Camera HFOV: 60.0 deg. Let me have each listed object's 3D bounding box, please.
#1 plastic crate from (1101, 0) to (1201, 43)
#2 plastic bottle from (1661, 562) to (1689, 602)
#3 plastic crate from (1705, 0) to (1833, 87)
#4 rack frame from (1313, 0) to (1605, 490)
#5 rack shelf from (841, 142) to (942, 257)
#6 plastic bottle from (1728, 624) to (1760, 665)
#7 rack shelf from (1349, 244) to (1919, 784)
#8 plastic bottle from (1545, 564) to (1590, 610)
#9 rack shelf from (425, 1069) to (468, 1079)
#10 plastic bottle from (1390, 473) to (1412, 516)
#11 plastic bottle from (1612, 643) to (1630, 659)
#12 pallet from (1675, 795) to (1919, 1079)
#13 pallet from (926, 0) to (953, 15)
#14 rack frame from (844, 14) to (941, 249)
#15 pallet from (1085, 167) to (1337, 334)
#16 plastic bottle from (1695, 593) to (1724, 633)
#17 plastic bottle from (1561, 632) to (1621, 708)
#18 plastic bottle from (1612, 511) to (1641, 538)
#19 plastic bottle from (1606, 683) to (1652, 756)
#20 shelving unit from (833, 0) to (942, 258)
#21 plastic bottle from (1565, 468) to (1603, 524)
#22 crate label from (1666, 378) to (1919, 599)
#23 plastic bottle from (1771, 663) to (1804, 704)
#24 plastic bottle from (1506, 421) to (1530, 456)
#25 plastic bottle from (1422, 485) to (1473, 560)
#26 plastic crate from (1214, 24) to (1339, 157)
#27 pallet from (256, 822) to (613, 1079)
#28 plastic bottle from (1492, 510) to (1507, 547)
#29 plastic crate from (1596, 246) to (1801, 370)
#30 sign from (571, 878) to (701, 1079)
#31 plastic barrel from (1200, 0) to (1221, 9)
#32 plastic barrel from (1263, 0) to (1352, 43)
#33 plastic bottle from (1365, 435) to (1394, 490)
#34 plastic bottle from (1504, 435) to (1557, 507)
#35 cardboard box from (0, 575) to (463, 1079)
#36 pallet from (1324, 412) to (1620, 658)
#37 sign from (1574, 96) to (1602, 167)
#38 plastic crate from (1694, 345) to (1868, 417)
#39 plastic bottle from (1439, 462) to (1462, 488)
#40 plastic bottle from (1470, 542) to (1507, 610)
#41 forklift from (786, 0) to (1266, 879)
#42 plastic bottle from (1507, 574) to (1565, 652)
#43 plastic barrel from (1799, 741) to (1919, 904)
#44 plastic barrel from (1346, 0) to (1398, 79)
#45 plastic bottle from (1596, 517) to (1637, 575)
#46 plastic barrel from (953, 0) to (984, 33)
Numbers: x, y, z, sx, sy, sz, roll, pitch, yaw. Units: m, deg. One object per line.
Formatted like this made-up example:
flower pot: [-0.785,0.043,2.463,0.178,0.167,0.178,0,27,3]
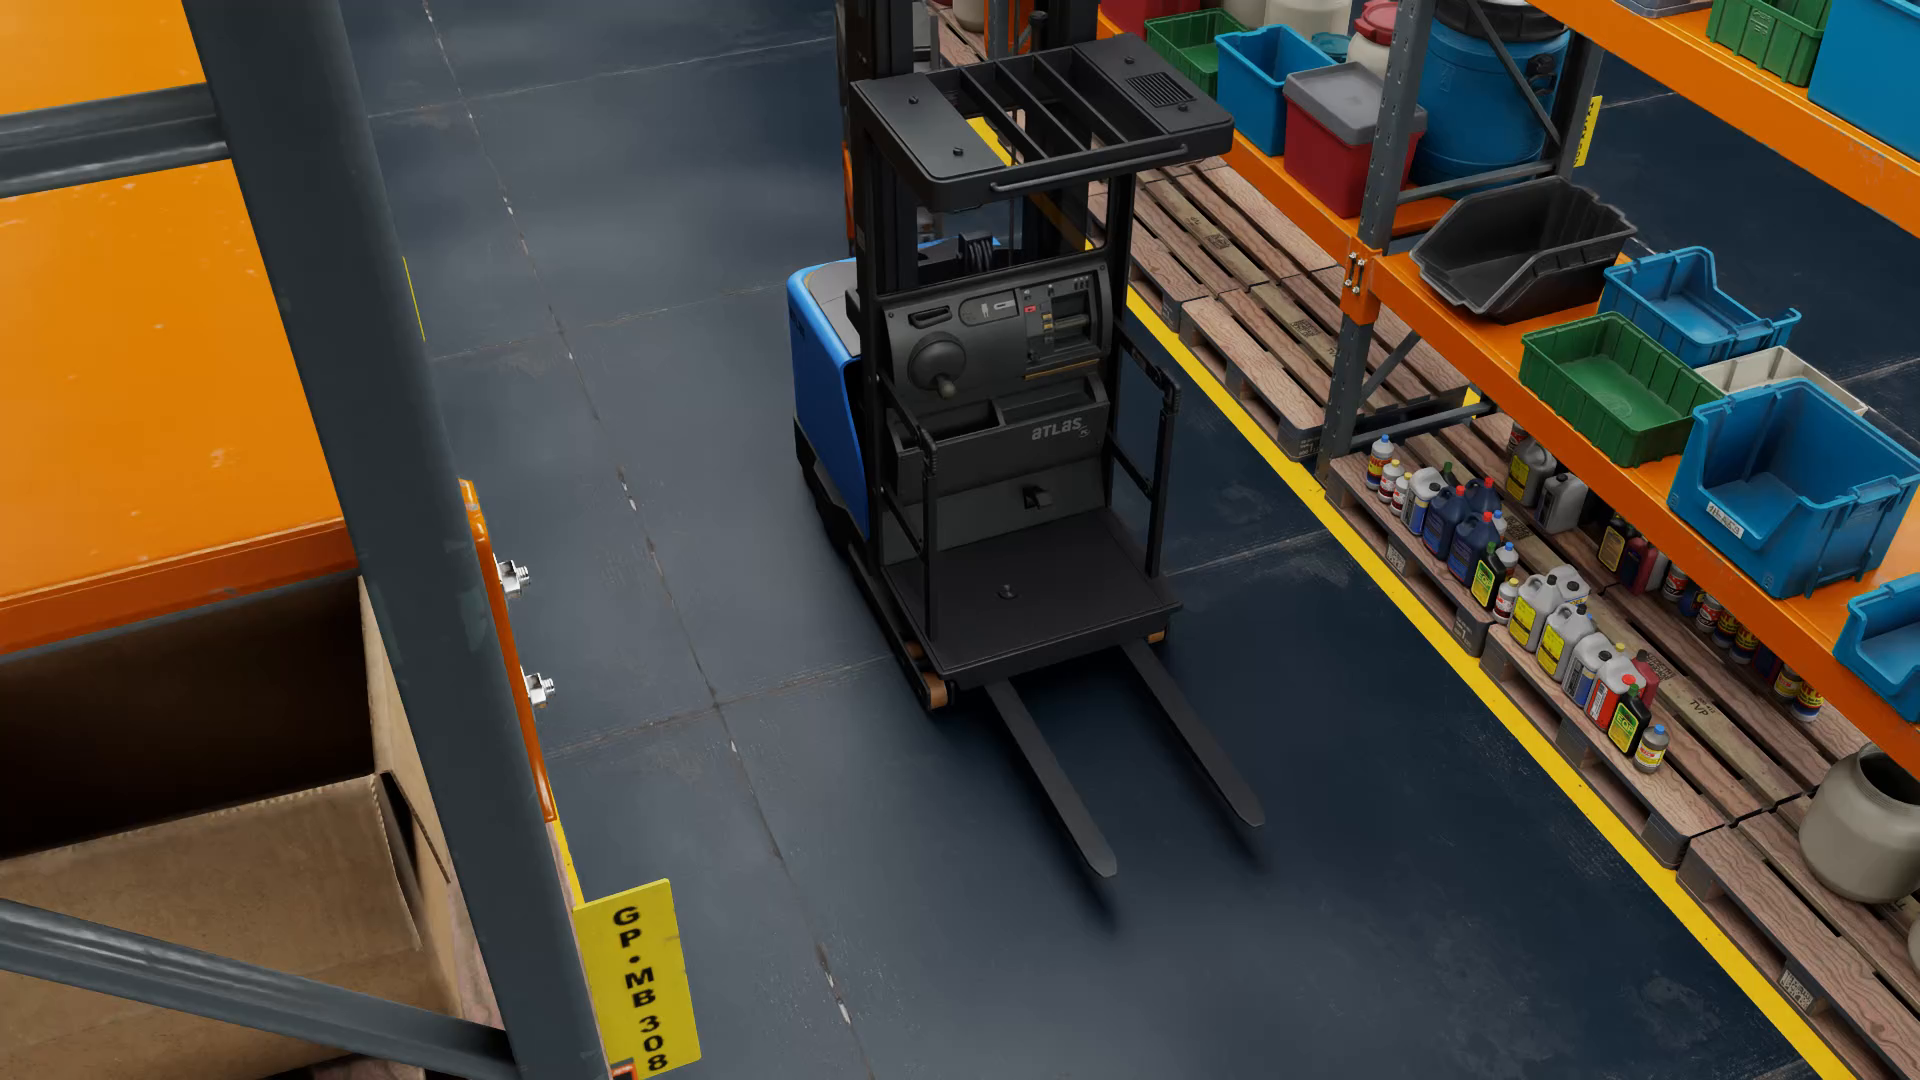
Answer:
plastic crate: [0.996,-2.914,8.707,0.402,0.464,0.583,-15,43,-17]
plastic bottle: [3.029,0.154,6.998,0.097,0.201,0.097,0,41,0]
plastic crate: [2.543,-1.568,5.054,0.336,0.188,0.450,-15,43,-17]
rack frame: [2.191,-1.530,7.147,1.000,3.000,0.127,-15,43,-17]
rack shelf: [-0.320,-1.555,7.886,0.431,0.518,0.480,-5,41,-6]
plastic bottle: [3.184,0.371,6.692,0.097,0.271,0.097,0,41,0]
rack shelf: [2.956,-0.052,5.980,1.077,0.370,4.000,-15,43,-17]
plastic bottle: [2.478,0.244,6.836,0.152,0.276,0.135,-15,43,-17]
rack shelf: [-1.622,0.044,3.568,1.077,0.370,4.000,-15,43,-17]
plastic bottle: [1.985,-0.212,7.423,0.097,0.201,0.097,0,41,0]
plastic bottle: [2.597,0.492,6.604,0.097,0.201,0.097,0,41,0]
pallet: [3.343,1.412,5.864,1.003,0.211,1.213,-15,43,-17]
pallet: [-0.143,-4.080,12.252,1.003,0.211,1.213,-15,43,-17]
rack frame: [-0.286,-1.408,7.694,0.400,2.100,0.015,-5,41,-6]
pallet: [1.384,-1.672,9.451,1.003,0.211,1.213,-15,43,-17]
plastic bottle: [3.108,0.278,6.854,0.097,0.201,0.097,0,41,0]
plastic bottle: [2.489,0.507,6.531,0.152,0.276,0.135,-16,43,-18]
plastic bottle: [2.900,-0.066,7.139,0.144,0.351,0.185,-15,43,-17]
plastic bottle: [2.552,0.680,6.323,0.061,0.283,0.133,-14,43,-16]
shelving unit: [-0.320,-1.565,7.877,0.431,2.100,0.503,-5,41,-6]
plastic bottle: [2.777,-0.261,7.365,0.144,0.351,0.185,-17,44,-19]
crate label: [2.767,-0.175,5.544,0.502,0.435,0.616,-15,43,-17]
plastic bottle: [3.276,0.542,6.547,0.097,0.201,0.097,0,41,0]
plastic bottle: [2.617,-0.495,7.752,0.097,0.201,0.097,0,41,0]
plastic bottle: [2.116,-0.102,7.181,0.144,0.351,0.185,-14,43,-16]
plastic crate: [1.481,-2.111,7.835,0.392,0.384,0.575,-15,43,-17]
pallet: [-1.103,0.577,2.464,1.003,0.211,1.213,-15,43,-17]
plastic bottle: [2.283,-0.015,7.141,0.097,0.271,0.097,0,41,0]
plastic crate: [2.865,-0.874,6.499,0.499,0.251,0.616,-15,43,-17]
sign: [-0.342,0.480,1.778,0.100,0.325,0.005,-15,43,-17]
plastic barrel: [1.412,-3.162,8.959,0.421,0.512,0.421,0,41,0]
plastic barrel: [1.746,-2.654,8.350,0.433,0.535,0.433,0,41,0]
plastic bottle: [1.908,-0.361,7.543,0.097,0.271,0.097,0,41,0]
plastic bottle: [2.570,-0.340,7.458,0.144,0.351,0.185,-15,43,-17]
cardboard box: [-1.073,0.377,2.120,0.797,0.503,0.637,-12,42,-14]
pallet: [2.409,-0.057,7.574,1.003,0.211,1.213,-15,43,-17]
sign: [2.703,-1.765,7.209,0.100,0.325,0.005,-15,43,-17]
plastic crate: [3.046,-0.515,6.169,0.530,0.136,0.437,-15,43,-17]
plastic bottle: [2.155,-0.204,7.351,0.061,0.283,0.133,-15,43,-17]
plastic bottle: [2.213,0.147,6.943,0.061,0.283,0.133,-13,42,-15]
forklift: [0.241,-0.732,6.272,1.130,2.935,3.031,-15,43,-17]
plastic bottle: [2.351,0.267,6.751,0.144,0.351,0.185,-15,43,-17]
plastic barrel: [3.207,0.985,5.809,0.421,0.512,0.421,0,41,0]
plastic barrel: [2.027,-2.212,7.836,0.433,0.535,0.433,0,41,0]
plastic bottle: [2.815,0.001,7.113,0.061,0.283,0.133,-15,43,-17]
plastic barrel: [0.159,-3.764,11.331,0.421,0.512,0.421,0,41,0]
